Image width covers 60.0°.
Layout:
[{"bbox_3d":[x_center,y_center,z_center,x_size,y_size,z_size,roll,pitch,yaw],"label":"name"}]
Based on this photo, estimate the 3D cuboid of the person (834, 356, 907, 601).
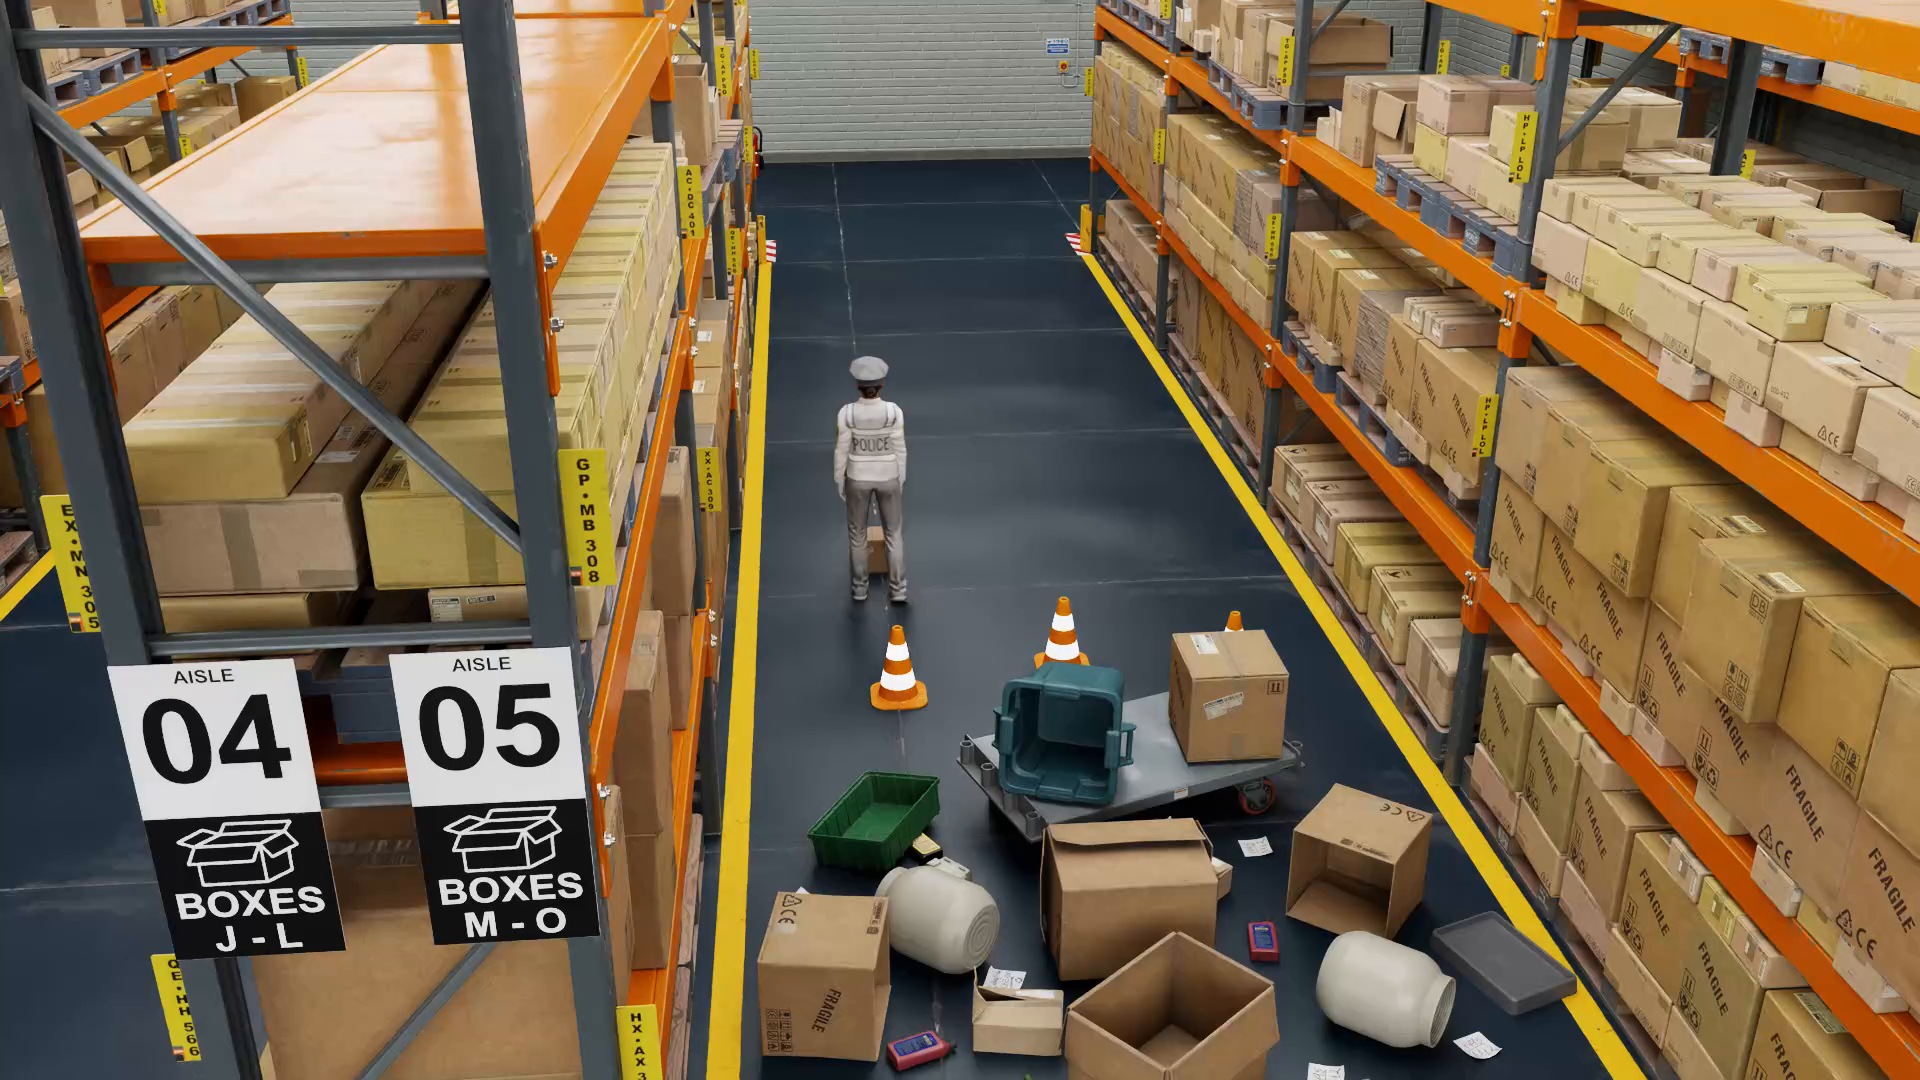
[{"bbox_3d":[-0.590,-0.372,10.974,0.473,1.728,0.357,-2,24,-4],"label":"person"}]
